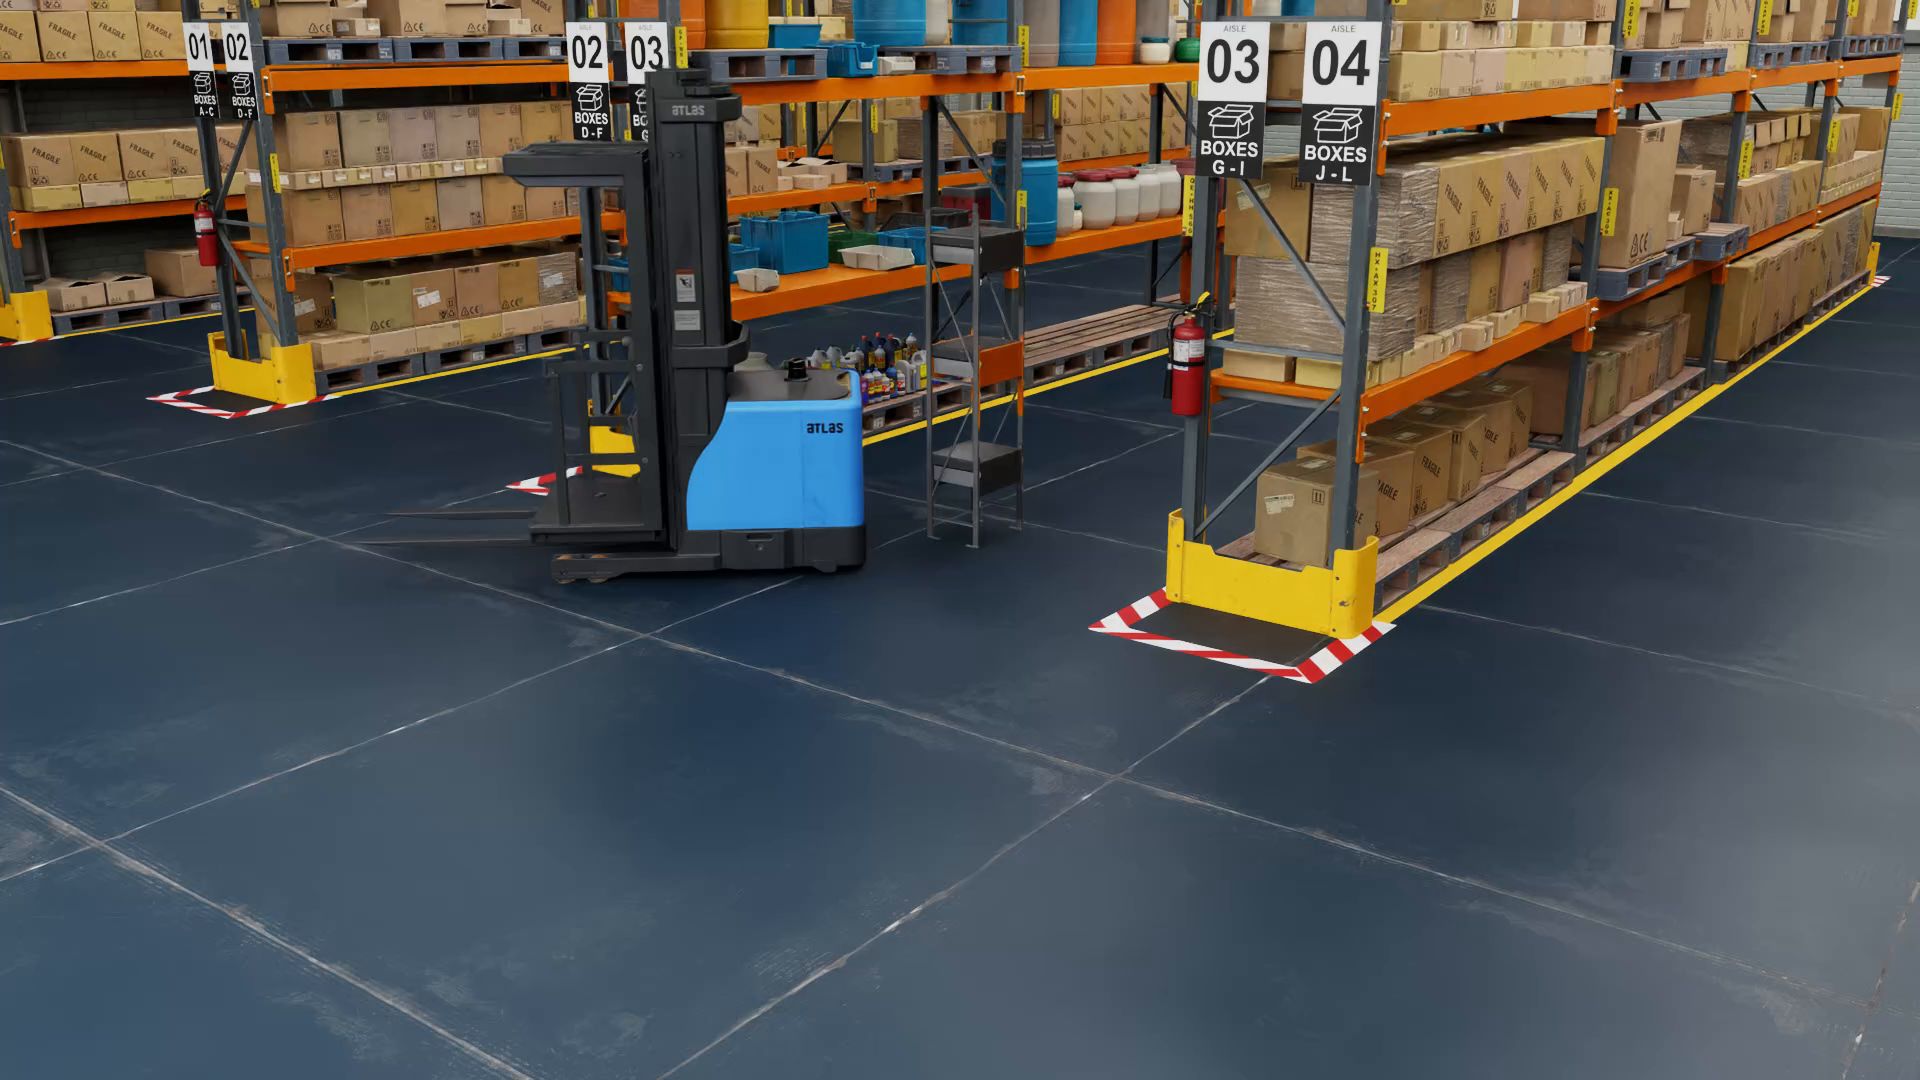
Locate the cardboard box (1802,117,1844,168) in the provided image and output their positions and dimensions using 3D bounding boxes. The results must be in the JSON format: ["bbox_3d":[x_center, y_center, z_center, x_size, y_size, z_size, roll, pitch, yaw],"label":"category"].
[{"bbox_3d":[9.337,-4.368,18.240,0.500,0.500,0.500,12,21,35],"label":"cardboard box"}]

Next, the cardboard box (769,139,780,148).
[{"bbox_3d":[-3.062,-6.256,26.221,0.380,0.149,0.250,13,21,35],"label":"cardboard box"}]

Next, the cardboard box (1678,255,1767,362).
[{"bbox_3d":[6.890,-2.265,15.853,1.225,0.875,0.875,11,21,32],"label":"cardboard box"}]

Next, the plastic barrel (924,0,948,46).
[{"bbox_3d":[-0.313,-4.459,14.091,0.421,0.512,0.421,0,17,0],"label":"plastic barrel"}]

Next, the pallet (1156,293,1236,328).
[{"bbox_3d":[2.921,-2.657,18.943,1.003,0.211,1.213,12,21,35],"label":"pallet"}]

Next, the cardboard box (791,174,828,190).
[{"bbox_3d":[-1.805,-4.287,19.913,0.380,0.149,0.250,12,21,35],"label":"cardboard box"}]

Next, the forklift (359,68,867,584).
[{"bbox_3d":[-2.108,-1.302,9.996,3.031,2.935,1.130,-1,17,-4],"label":"forklift"}]

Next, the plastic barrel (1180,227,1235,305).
[{"bbox_3d":[2.763,-3.077,18.546,0.600,0.830,0.708,12,21,35],"label":"plastic barrel"}]

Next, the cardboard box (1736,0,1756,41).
[{"bbox_3d":[6.379,-4.479,14.041,0.500,0.500,0.500,13,22,36],"label":"cardboard box"}]

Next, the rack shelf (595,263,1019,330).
[{"bbox_3d":[-1.090,-2.021,13.406,1.077,0.370,4.000,12,21,35],"label":"rack shelf"}]

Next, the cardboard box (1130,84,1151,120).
[{"bbox_3d":[2.626,-6.701,25.409,0.500,0.500,0.500,13,22,36],"label":"cardboard box"}]

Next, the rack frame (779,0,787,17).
[{"bbox_3d":[-3.088,-9.362,25.717,1.000,3.000,0.127,12,21,35],"label":"rack frame"}]

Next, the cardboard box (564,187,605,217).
[{"bbox_3d":[-4.134,-3.658,17.296,0.700,0.500,0.500,12,21,33],"label":"cardboard box"}]

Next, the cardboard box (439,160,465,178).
[{"bbox_3d":[-4.934,-3.543,15.833,0.380,0.149,0.250,13,21,35],"label":"cardboard box"}]

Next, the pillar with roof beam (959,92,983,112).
[{"bbox_3d":[3.667,-10.350,28.898,9.100,9.000,0.400,12,21,35],"label":"pillar with roof beam"}]

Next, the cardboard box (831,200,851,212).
[{"bbox_3d":[-2.258,-5.783,27.814,0.700,0.500,0.500,12,21,34],"label":"cardboard box"}]

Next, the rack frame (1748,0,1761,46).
[{"bbox_3d":[6.463,-5.783,14.193,1.000,3.000,0.127,12,21,35],"label":"rack frame"}]

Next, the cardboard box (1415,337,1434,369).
[{"bbox_3d":[2.515,-1.095,9.635,0.380,0.149,0.250,12,21,35],"label":"cardboard box"}]

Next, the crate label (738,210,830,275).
[{"bbox_3d":[-1.402,-2.391,13.326,0.502,0.435,0.616,12,21,35],"label":"crate label"}]

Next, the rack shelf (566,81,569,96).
[{"bbox_3d":[-2.683,-5.282,18.851,1.077,0.370,4.000,12,21,35],"label":"rack shelf"}]

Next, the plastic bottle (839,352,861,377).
[{"bbox_3d":[-0.945,-1.465,14.253,0.152,0.276,0.135,12,21,35],"label":"plastic bottle"}]

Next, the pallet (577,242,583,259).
[{"bbox_3d":[-5.938,-4.026,23.354,1.003,0.211,1.213,12,21,35],"label":"pallet"}]

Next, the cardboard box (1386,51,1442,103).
[{"bbox_3d":[2.191,-2.443,8.747,0.500,0.250,0.500,13,22,36],"label":"cardboard box"}]

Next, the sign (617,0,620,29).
[{"bbox_3d":[-3.428,-5.336,16.807,0.100,0.325,0.005,12,21,35],"label":"sign"}]

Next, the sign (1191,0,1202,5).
[{"bbox_3d":[1.262,-2.971,8.702,0.100,0.325,0.005,12,21,35],"label":"sign"}]

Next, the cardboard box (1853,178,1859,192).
[{"bbox_3d":[10.371,-4.197,19.623,0.380,0.149,0.250,13,21,36],"label":"cardboard box"}]

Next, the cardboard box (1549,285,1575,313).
[{"bbox_3d":[4.031,-1.684,11.534,0.380,0.149,0.250,12,21,35],"label":"cardboard box"}]

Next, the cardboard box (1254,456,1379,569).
[{"bbox_3d":[2.081,-0.165,9.725,0.500,0.500,0.500,-15,23,-40],"label":"cardboard box"}]

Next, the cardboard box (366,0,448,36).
[{"bbox_3d":[-5.049,-4.859,15.162,0.500,0.500,0.500,12,21,35],"label":"cardboard box"}]

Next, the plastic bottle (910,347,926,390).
[{"bbox_3d":[-0.358,-1.459,14.108,0.144,0.351,0.185,12,21,34],"label":"plastic bottle"}]

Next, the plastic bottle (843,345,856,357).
[{"bbox_3d":[-0.957,-1.558,14.540,0.061,0.283,0.133,14,22,37],"label":"plastic bottle"}]

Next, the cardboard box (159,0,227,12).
[{"bbox_3d":[-8.557,-6.133,18.488,0.500,0.500,0.500,12,21,33],"label":"cardboard box"}]

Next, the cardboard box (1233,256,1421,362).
[{"bbox_3d":[2.046,-1.329,9.294,0.875,0.500,0.500,12,21,35],"label":"cardboard box"}]

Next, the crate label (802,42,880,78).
[{"bbox_3d":[-0.901,-3.637,12.590,0.502,0.251,0.408,12,21,35],"label":"crate label"}]

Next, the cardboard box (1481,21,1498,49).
[{"bbox_3d":[2.848,-2.893,9.523,0.380,0.149,0.250,11,21,32],"label":"cardboard box"}]

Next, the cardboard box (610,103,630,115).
[{"bbox_3d":[-4.977,-6.171,23.589,0.500,0.250,0.500,13,22,36],"label":"cardboard box"}]

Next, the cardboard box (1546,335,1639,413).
[{"bbox_3d":[5.095,-1.368,13.564,0.700,0.500,0.500,10,20,30],"label":"cardboard box"}]

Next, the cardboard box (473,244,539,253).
[{"bbox_3d":[-4.694,-2.787,17.324,0.500,0.500,0.500,12,21,35],"label":"cardboard box"}]

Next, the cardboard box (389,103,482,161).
[{"bbox_3d":[-5.031,-3.919,15.949,0.700,0.500,0.500,12,21,35],"label":"cardboard box"}]

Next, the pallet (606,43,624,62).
[{"bbox_3d":[-3.359,-5.270,17.922,0.805,0.209,1.217,11,21,33],"label":"pallet"}]

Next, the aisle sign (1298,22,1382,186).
[{"bbox_3d":[1.900,-2.186,8.343,0.394,0.787,0.004,12,21,35],"label":"aisle sign"}]

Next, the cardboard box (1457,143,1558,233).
[{"bbox_3d":[3.437,-2.239,10.539,0.500,0.500,0.500,12,21,35],"label":"cardboard box"}]

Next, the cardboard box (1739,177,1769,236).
[{"bbox_3d":[7.276,-3.157,15.683,0.500,0.500,0.500,12,21,33],"label":"cardboard box"}]

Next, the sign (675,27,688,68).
[{"bbox_3d":[-1.843,-3.226,11.003,0.100,0.325,0.005,12,21,35],"label":"sign"}]

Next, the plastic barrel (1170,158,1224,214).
[{"bbox_3d":[2.452,-3.694,17.353,0.600,0.536,0.708,12,21,35],"label":"plastic barrel"}]

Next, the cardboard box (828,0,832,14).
[{"bbox_3d":[-2.137,-8.708,26.781,0.500,0.500,0.500,12,21,34],"label":"cardboard box"}]

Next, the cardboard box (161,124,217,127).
[{"bbox_3d":[-8.915,-4.572,19.364,0.500,0.500,0.500,13,22,36],"label":"cardboard box"}]

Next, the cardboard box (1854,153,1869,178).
[{"bbox_3d":[10.548,-4.490,19.895,0.500,0.250,0.500,12,21,33],"label":"cardboard box"}]

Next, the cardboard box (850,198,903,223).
[{"bbox_3d":[-1.092,-4.322,21.814,0.500,0.250,0.500,13,22,37],"label":"cardboard box"}]

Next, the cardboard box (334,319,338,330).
[{"bbox_3d":[-5.887,-1.953,15.902,0.500,0.250,0.500,12,21,35],"label":"cardboard box"}]

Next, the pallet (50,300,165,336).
[{"bbox_3d":[-9.681,-2.512,18.478,1.003,0.211,1.213,12,21,35],"label":"pallet"}]

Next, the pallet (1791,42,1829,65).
[{"bbox_3d":[8.339,-4.985,17.003,0.805,0.209,1.217,11,21,33],"label":"pallet"}]

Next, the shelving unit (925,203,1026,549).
[{"bbox_3d":[0.099,-1.042,10.559,0.431,2.100,0.503,12,21,35],"label":"shelving unit"}]

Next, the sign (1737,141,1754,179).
[{"bbox_3d":[6.904,-3.340,14.621,0.100,0.325,0.005,12,21,35],"label":"sign"}]

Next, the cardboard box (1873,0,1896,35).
[{"bbox_3d":[10.962,-6.419,20.253,0.700,0.500,0.500,11,20,31],"label":"cardboard box"}]

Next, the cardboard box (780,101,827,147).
[{"bbox_3d":[-2.752,-6.766,26.969,0.980,0.700,0.700,13,21,36],"label":"cardboard box"}]

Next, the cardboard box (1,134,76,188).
[{"bbox_3d":[-9.712,-3.995,17.506,0.500,0.500,0.500,12,21,35],"label":"cardboard box"}]

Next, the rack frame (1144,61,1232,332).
[{"bbox_3d":[2.485,-3.793,17.901,1.000,3.000,0.127,12,21,35],"label":"rack frame"}]

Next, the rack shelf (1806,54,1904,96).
[{"bbox_3d":[10.038,-5.436,19.347,1.077,0.370,4.000,12,21,35],"label":"rack shelf"}]

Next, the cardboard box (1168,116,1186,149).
[{"bbox_3d":[3.227,-6.468,26.345,0.500,0.500,0.500,13,22,36],"label":"cardboard box"}]
